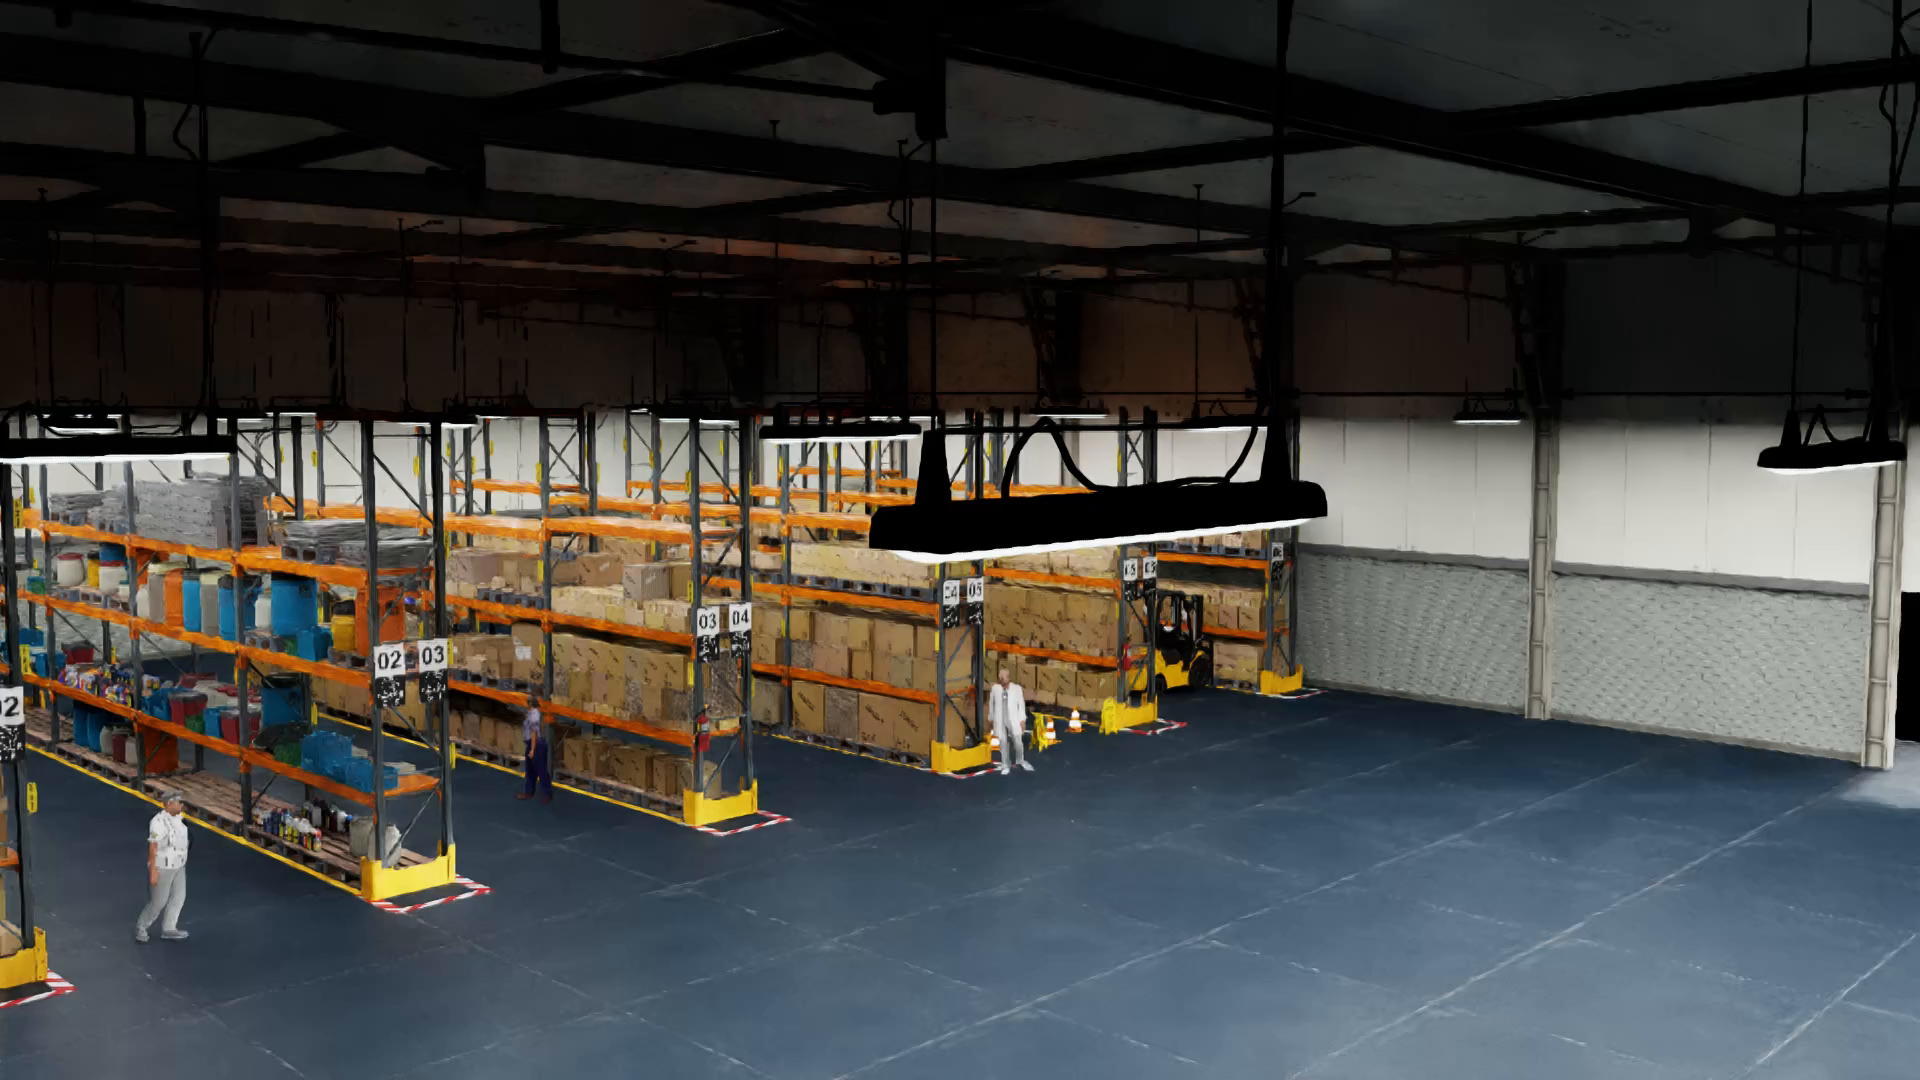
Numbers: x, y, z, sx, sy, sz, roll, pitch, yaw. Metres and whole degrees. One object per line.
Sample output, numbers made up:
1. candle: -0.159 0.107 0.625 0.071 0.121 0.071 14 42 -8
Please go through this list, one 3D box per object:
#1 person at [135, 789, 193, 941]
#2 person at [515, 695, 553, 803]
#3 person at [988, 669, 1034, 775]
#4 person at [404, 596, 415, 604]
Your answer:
1. person: -9.255 3.759 19.252 0.578 1.744 0.595 1 5 8
2. person: -6.625 3.218 25.782 0.562 1.640 0.612 -2 5 -21
3. person: 0.831 2.999 27.515 0.759 1.771 0.529 1 5 10
4. person: -13.803 1.867 41.411 0.505 1.591 0.934 -2 6 -24
